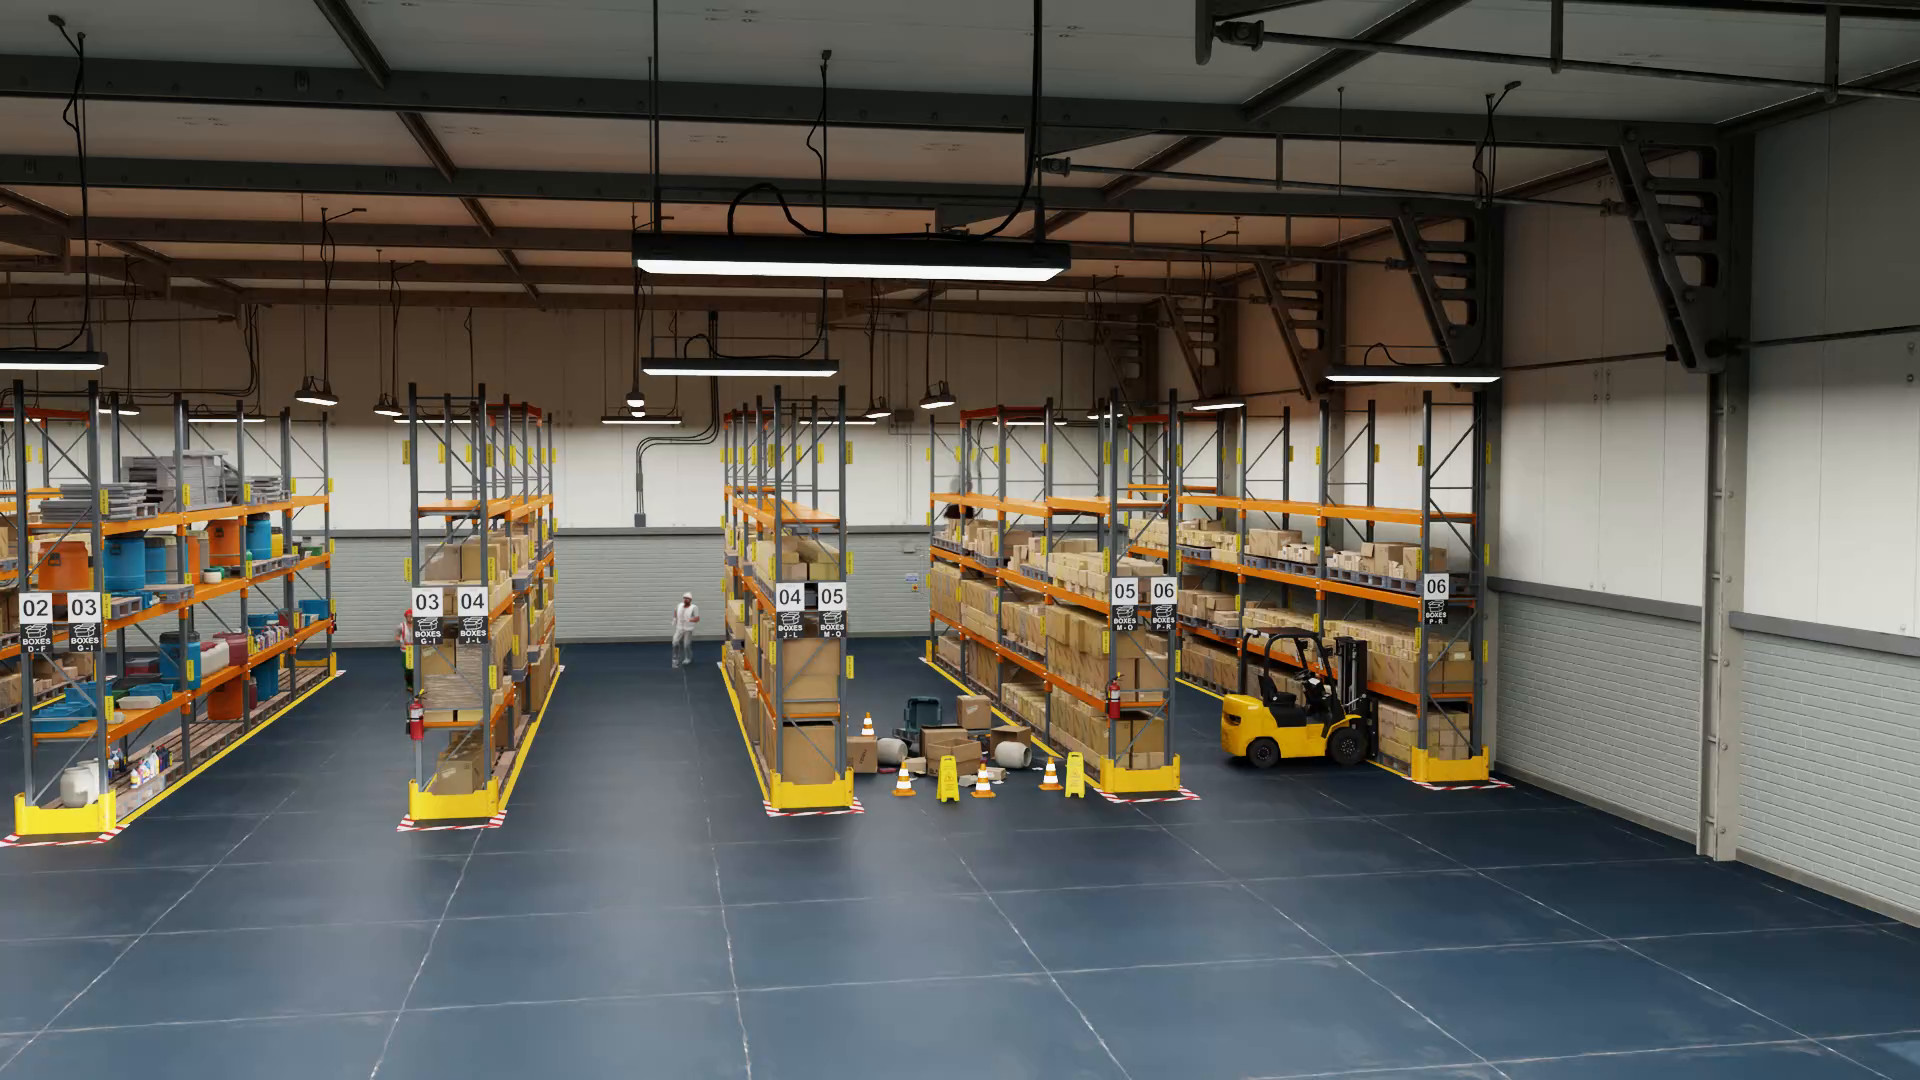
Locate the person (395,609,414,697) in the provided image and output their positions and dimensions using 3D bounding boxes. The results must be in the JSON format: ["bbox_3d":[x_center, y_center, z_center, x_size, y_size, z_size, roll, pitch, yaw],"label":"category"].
[{"bbox_3d":[-11.488,2.354,34.720,0.588,1.831,0.835,-1,3,-14],"label":"person"}]

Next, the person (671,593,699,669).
[{"bbox_3d":[-6.486,2.153,39.378,0.699,1.824,0.720,0,3,9],"label":"person"}]
